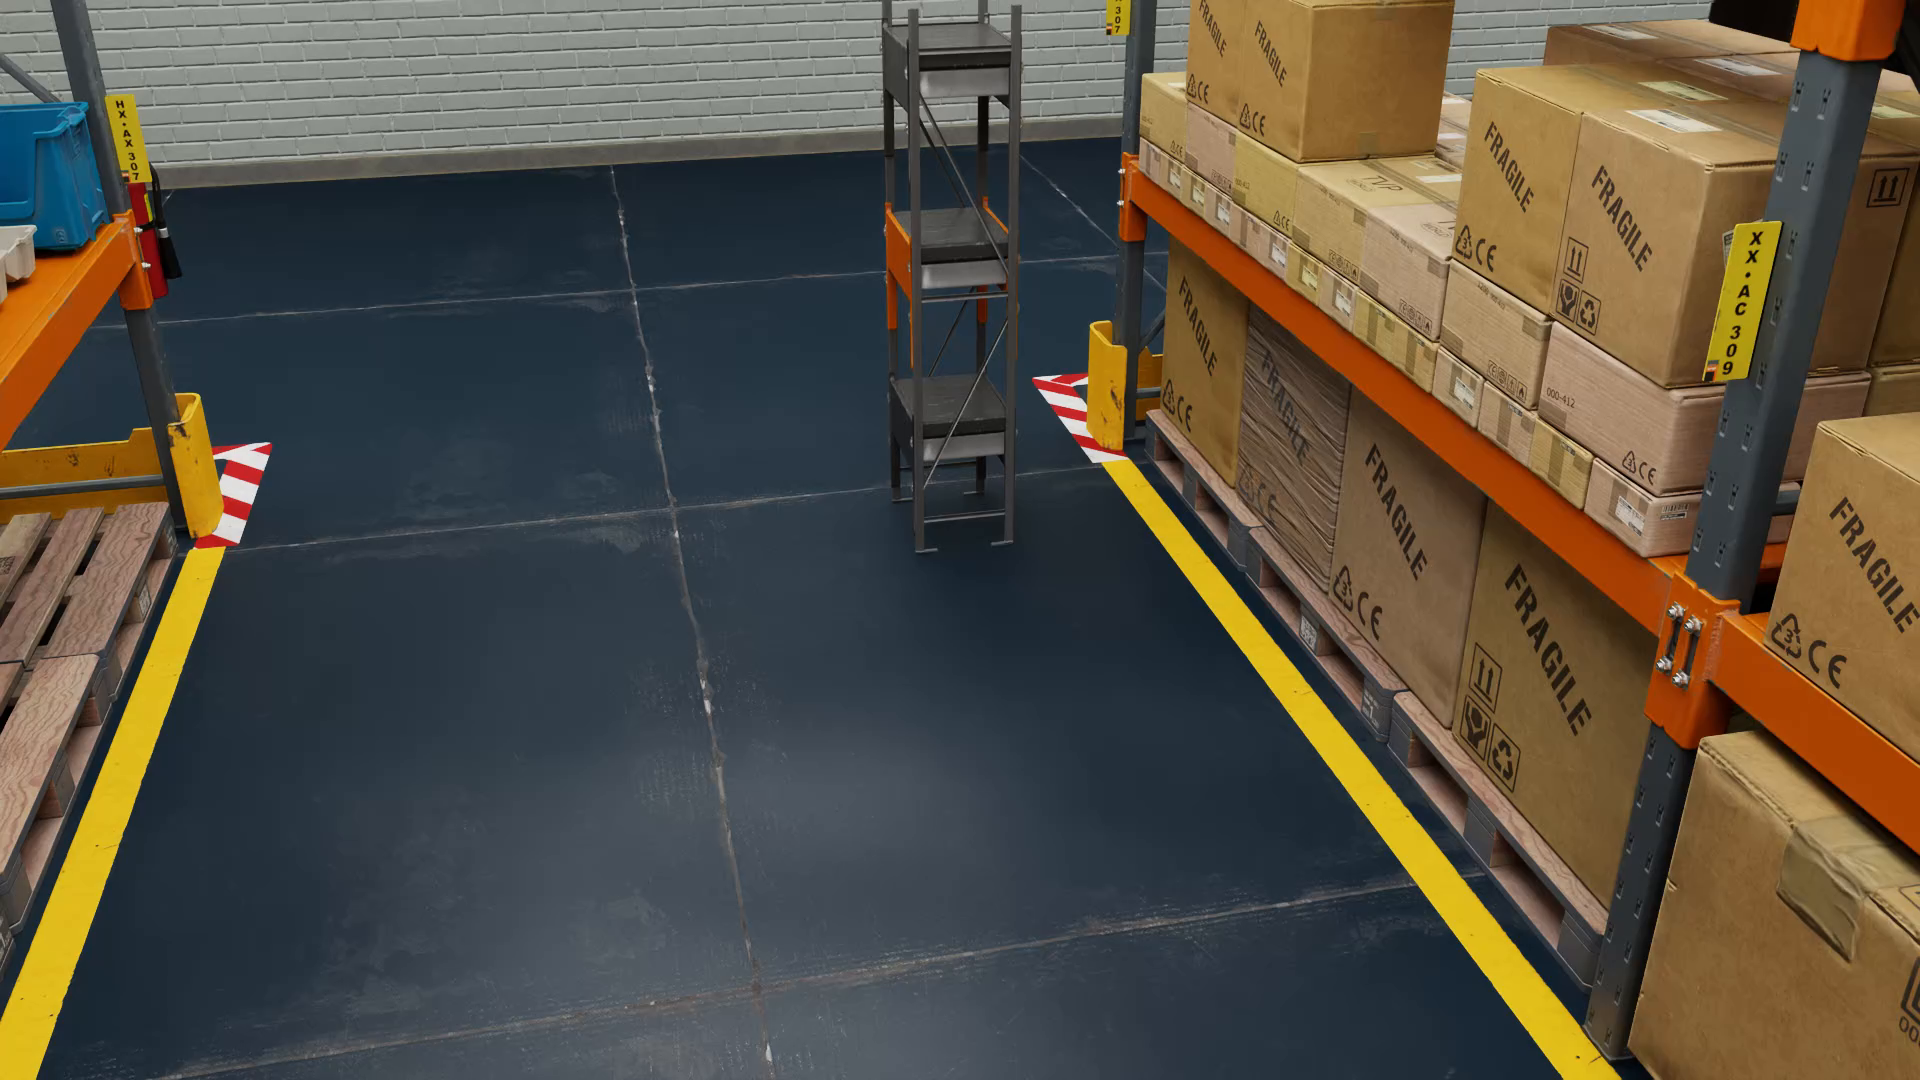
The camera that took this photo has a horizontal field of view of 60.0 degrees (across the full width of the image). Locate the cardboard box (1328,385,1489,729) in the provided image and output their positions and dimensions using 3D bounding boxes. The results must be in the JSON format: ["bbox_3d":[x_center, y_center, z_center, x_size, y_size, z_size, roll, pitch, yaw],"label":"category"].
[{"bbox_3d":[1.820,-0.038,5.389,0.875,0.875,0.875,-6,27,-12],"label":"cardboard box"}]

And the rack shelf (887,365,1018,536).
[{"bbox_3d":[-0.037,-0.373,6.742,0.431,0.518,0.480,-6,27,-12],"label":"rack shelf"}]

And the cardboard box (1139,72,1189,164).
[{"bbox_3d":[1.037,-1.690,6.606,0.500,0.250,0.500,-7,28,-13],"label":"cardboard box"}]

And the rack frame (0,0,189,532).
[{"bbox_3d":[-3.633,-1.359,6.114,1.000,3.000,0.127,-6,27,-12],"label":"rack frame"}]

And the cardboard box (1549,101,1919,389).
[{"bbox_3d":[1.730,-0.682,3.775,0.500,0.500,0.500,-5,27,-10],"label":"cardboard box"}]

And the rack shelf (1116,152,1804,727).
[{"bbox_3d":[1.643,-0.663,5.533,1.077,0.370,4.000,-6,27,-12],"label":"rack shelf"}]

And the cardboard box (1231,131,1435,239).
[{"bbox_3d":[1.271,-1.241,5.717,0.500,0.250,0.500,-7,28,-13],"label":"cardboard box"}]

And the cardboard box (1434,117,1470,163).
[{"bbox_3d":[1.789,-1.296,5.825,0.500,0.250,0.500,-7,28,-13],"label":"cardboard box"}]

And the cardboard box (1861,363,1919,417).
[{"bbox_3d":[2.243,-0.405,4.060,0.500,0.250,0.500,-6,27,-13],"label":"cardboard box"}]

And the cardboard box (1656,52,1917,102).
[{"bbox_3d":[2.131,-0.960,4.327,0.500,0.500,0.500,-6,27,-12],"label":"cardboard box"}]

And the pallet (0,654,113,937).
[{"bbox_3d":[-3.214,0.786,4.958,1.003,0.211,1.213,-6,27,-12],"label":"pallet"}]

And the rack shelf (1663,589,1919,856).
[{"bbox_3d":[2.544,1.093,2.054,1.077,0.370,4.000,-6,27,-12],"label":"rack shelf"}]

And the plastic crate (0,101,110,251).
[{"bbox_3d":[-3.376,-1.274,5.839,0.616,0.435,0.499,-6,27,-12],"label":"plastic crate"}]

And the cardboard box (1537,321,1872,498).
[{"bbox_3d":[1.738,-0.339,3.930,0.500,0.250,0.500,-6,27,-13],"label":"cardboard box"}]

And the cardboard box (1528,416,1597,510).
[{"bbox_3d":[1.647,-0.208,4.112,0.380,0.149,0.250,-5,27,-11],"label":"cardboard box"}]

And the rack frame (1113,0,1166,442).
[{"bbox_3d":[1.192,-1.862,7.111,1.000,3.000,0.127,-6,27,-12],"label":"rack frame"}]

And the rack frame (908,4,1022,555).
[{"bbox_3d":[0.018,-0.903,6.209,0.400,2.100,0.015,-6,27,-12],"label":"rack frame"}]

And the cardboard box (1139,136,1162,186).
[{"bbox_3d":[0.951,-1.561,6.792,0.380,0.149,0.250,-6,27,-11],"label":"cardboard box"}]

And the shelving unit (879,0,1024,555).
[{"bbox_3d":[-0.037,-1.010,6.421,0.431,2.100,0.503,-6,27,-12],"label":"shelving unit"}]

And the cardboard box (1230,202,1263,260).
[{"bbox_3d":[1.184,-1.110,5.899,0.380,0.149,0.250,-6,27,-13],"label":"cardboard box"}]

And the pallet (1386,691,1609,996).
[{"bbox_3d":[1.999,0.797,4.937,1.003,0.211,1.213,-6,27,-12],"label":"pallet"}]

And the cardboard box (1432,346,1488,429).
[{"bbox_3d":[1.532,-0.433,4.558,0.380,0.149,0.250,-5,27,-11],"label":"cardboard box"}]

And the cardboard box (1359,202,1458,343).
[{"bbox_3d":[1.504,-0.790,4.823,0.500,0.250,0.500,-5,27,-11],"label":"cardboard box"}]

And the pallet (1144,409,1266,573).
[{"bbox_3d":[1.449,-0.274,7.059,1.003,0.211,1.213,-6,27,-12],"label":"pallet"}]

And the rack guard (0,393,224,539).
[{"bbox_3d":[-3.651,-0.253,6.696,1.175,0.500,0.348,-6,27,-12],"label":"rack guard"}]

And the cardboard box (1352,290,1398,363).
[{"bbox_3d":[1.416,-0.659,5.005,0.380,0.149,0.250,-6,27,-12],"label":"cardboard box"}]

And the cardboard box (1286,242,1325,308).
[{"bbox_3d":[1.299,-0.886,5.455,0.380,0.149,0.250,-7,28,-13],"label":"cardboard box"}]

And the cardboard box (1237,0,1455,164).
[{"bbox_3d":[1.273,-1.578,5.552,0.500,0.500,0.500,-7,28,-13],"label":"cardboard box"}]

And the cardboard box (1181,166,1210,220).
[{"bbox_3d":[1.068,-1.336,6.347,0.380,0.149,0.250,-7,28,-13],"label":"cardboard box"}]

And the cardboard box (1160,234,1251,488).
[{"bbox_3d":[1.414,-0.828,6.954,0.875,0.875,0.875,-6,27,-12],"label":"cardboard box"}]

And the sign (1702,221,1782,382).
[{"bbox_3d":[1.553,-0.471,3.306,0.100,0.325,0.005,-6,27,-12],"label":"sign"}]

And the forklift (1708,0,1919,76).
[{"bbox_3d":[3.421,-1.248,5.970,1.130,2.935,3.031,-10,28,-18],"label":"forklift"}]

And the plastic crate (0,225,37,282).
[{"bbox_3d":[-3.273,-0.929,5.487,0.396,0.136,0.243,-6,27,-12],"label":"plastic crate"}]

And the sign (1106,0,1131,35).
[{"bbox_3d":[0.650,-2.230,6.791,0.100,0.325,0.005,-6,27,-12],"label":"sign"}]

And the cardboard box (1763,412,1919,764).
[{"bbox_3d":[1.954,0.076,3.159,0.500,0.500,0.500,-6,27,-11],"label":"cardboard box"}]
